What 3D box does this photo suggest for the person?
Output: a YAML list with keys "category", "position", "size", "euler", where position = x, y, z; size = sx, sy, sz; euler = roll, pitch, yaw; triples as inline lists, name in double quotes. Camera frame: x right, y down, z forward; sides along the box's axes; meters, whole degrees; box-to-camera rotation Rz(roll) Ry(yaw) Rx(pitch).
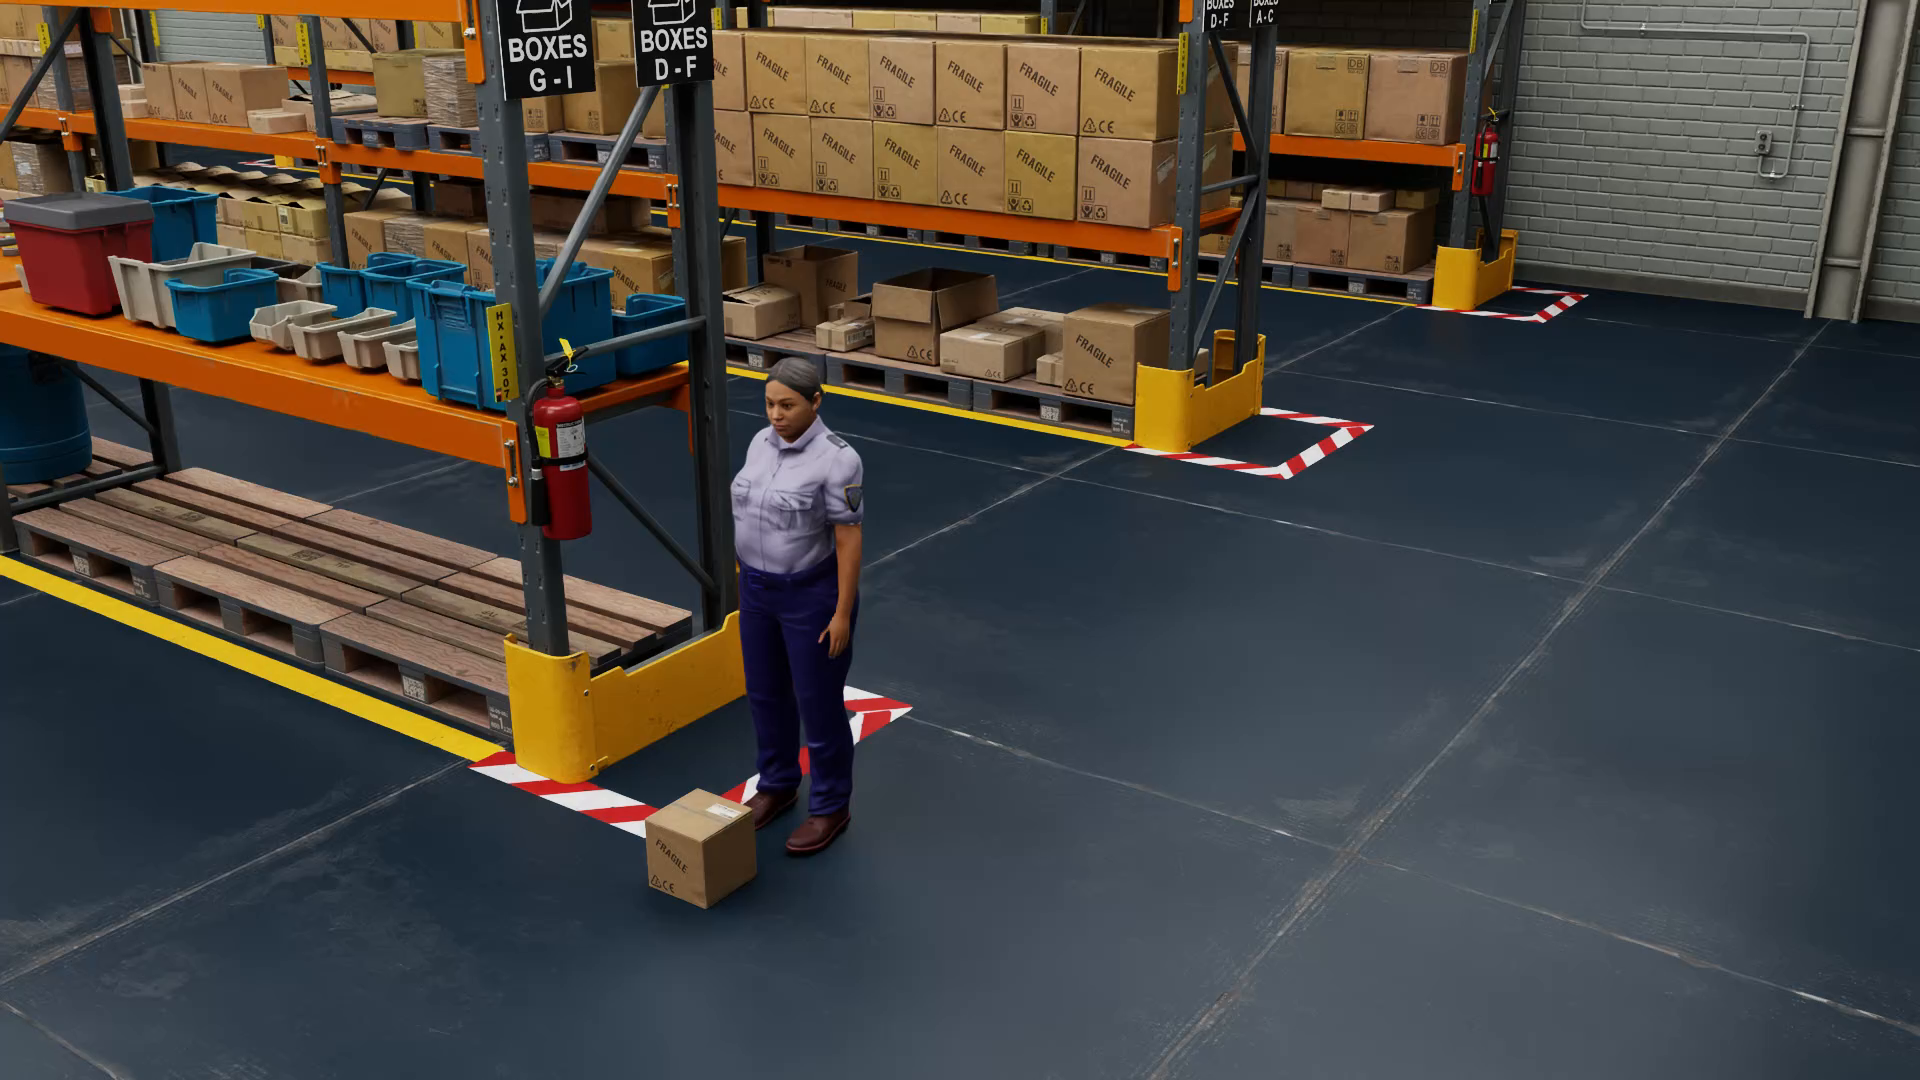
- category: "person"
  position: [-0.544, 0.215, 5.489]
  size: [0.478, 1.663, 0.368]
  euler: [15, 25, 36]
